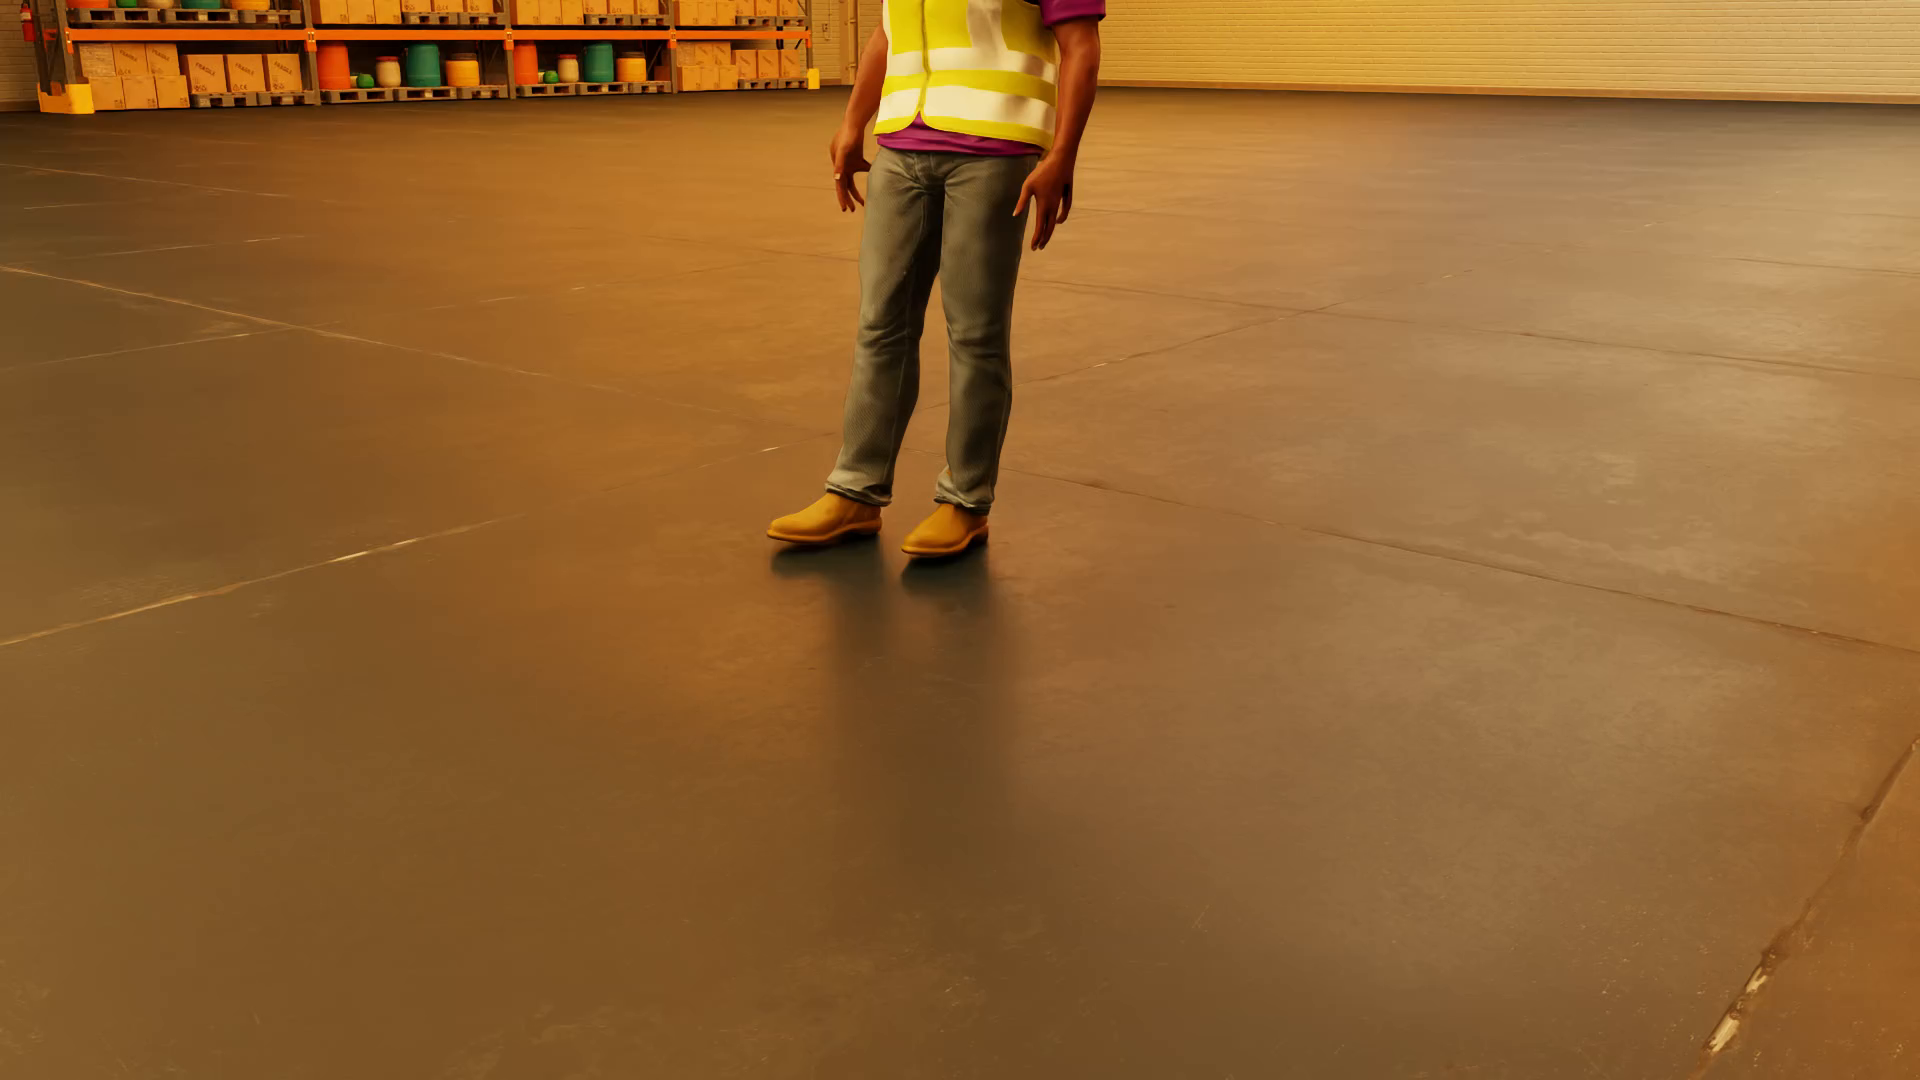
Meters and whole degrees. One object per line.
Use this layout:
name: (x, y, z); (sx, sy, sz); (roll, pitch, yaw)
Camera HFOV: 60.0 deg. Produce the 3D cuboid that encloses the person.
person: (-0.049, -0.837, 3.634); (0.665, 1.769, 0.574); (13, 21, 37)
